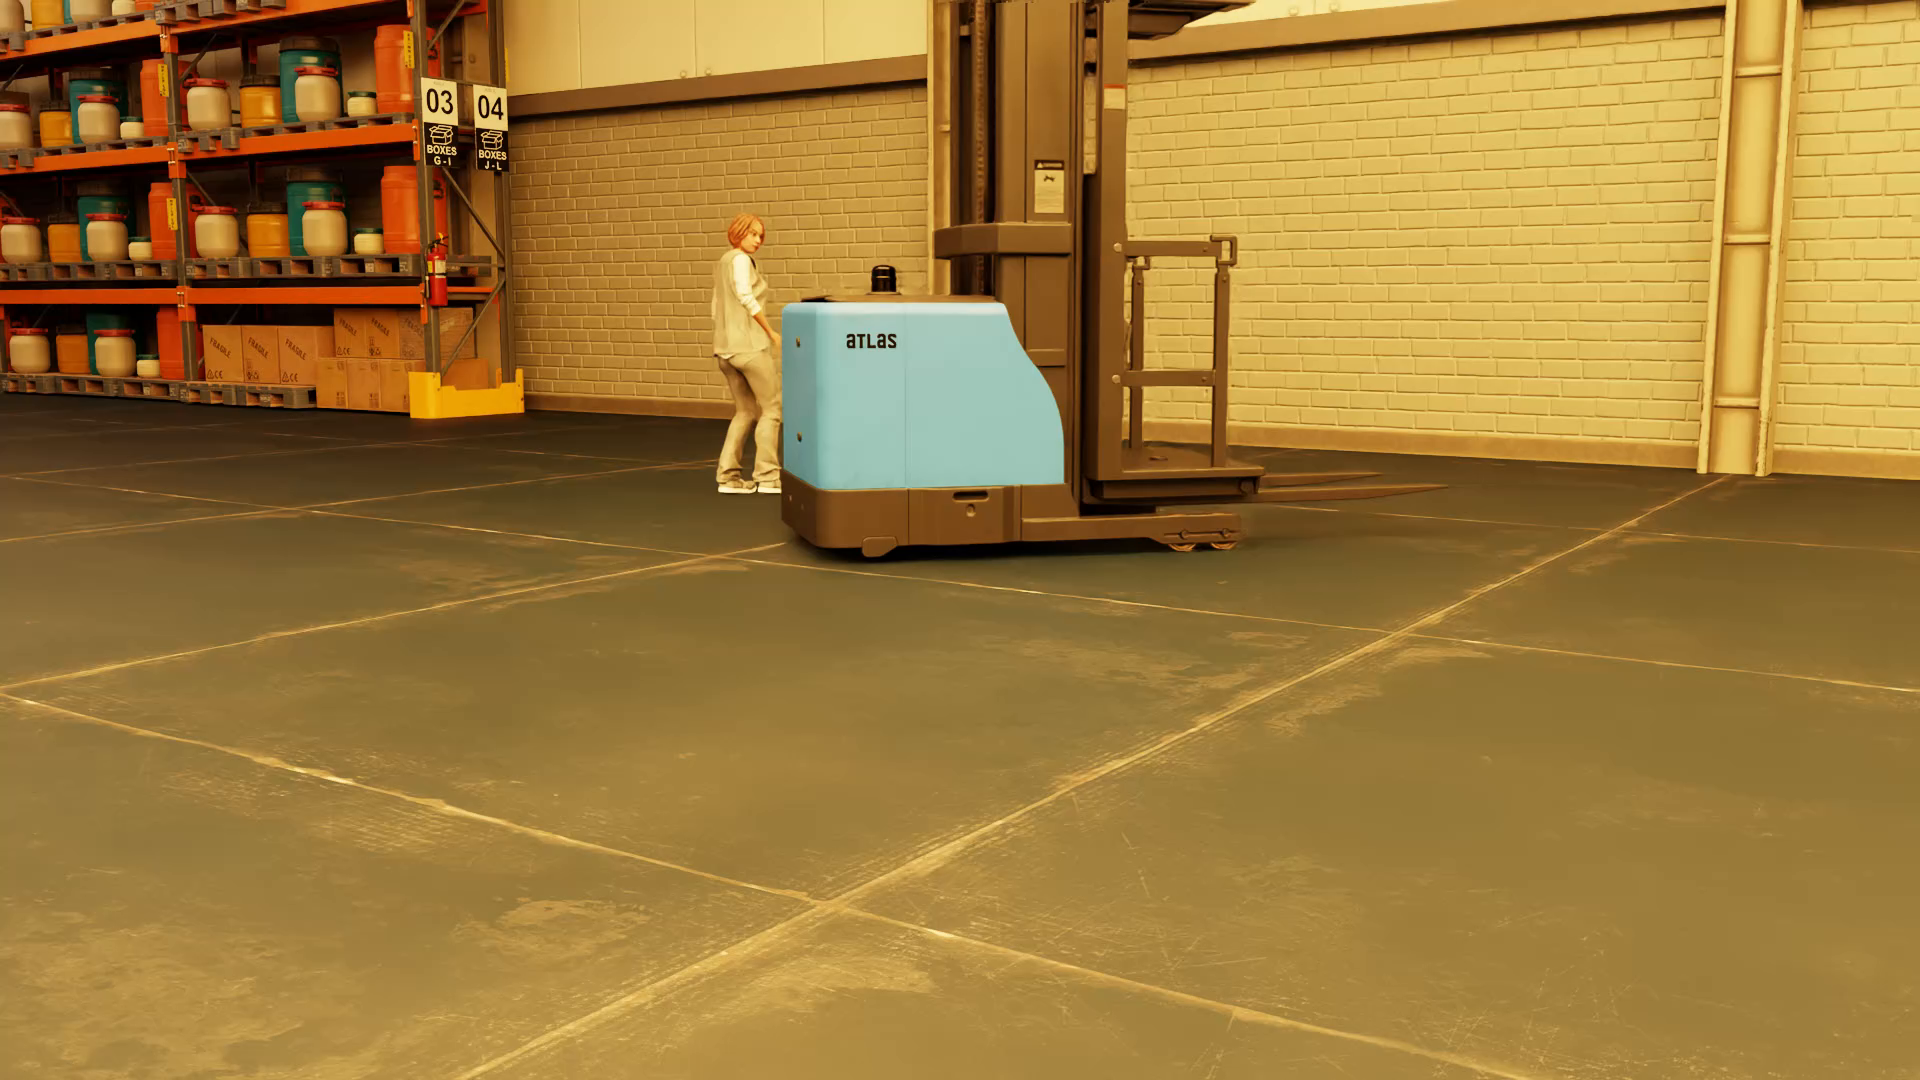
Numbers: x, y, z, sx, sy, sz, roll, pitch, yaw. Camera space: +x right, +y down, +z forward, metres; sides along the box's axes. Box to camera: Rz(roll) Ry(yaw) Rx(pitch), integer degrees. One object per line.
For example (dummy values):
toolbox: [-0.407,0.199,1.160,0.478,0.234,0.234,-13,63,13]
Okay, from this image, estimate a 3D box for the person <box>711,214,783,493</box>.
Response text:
person: [-1.188,-1.043,9.385,0.447,1.575,0.608,-6,10,-35]

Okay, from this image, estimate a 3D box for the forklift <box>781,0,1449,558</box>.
forklift: [0.743,-1.469,7.523,3.031,2.935,1.130,-2,8,-15]
